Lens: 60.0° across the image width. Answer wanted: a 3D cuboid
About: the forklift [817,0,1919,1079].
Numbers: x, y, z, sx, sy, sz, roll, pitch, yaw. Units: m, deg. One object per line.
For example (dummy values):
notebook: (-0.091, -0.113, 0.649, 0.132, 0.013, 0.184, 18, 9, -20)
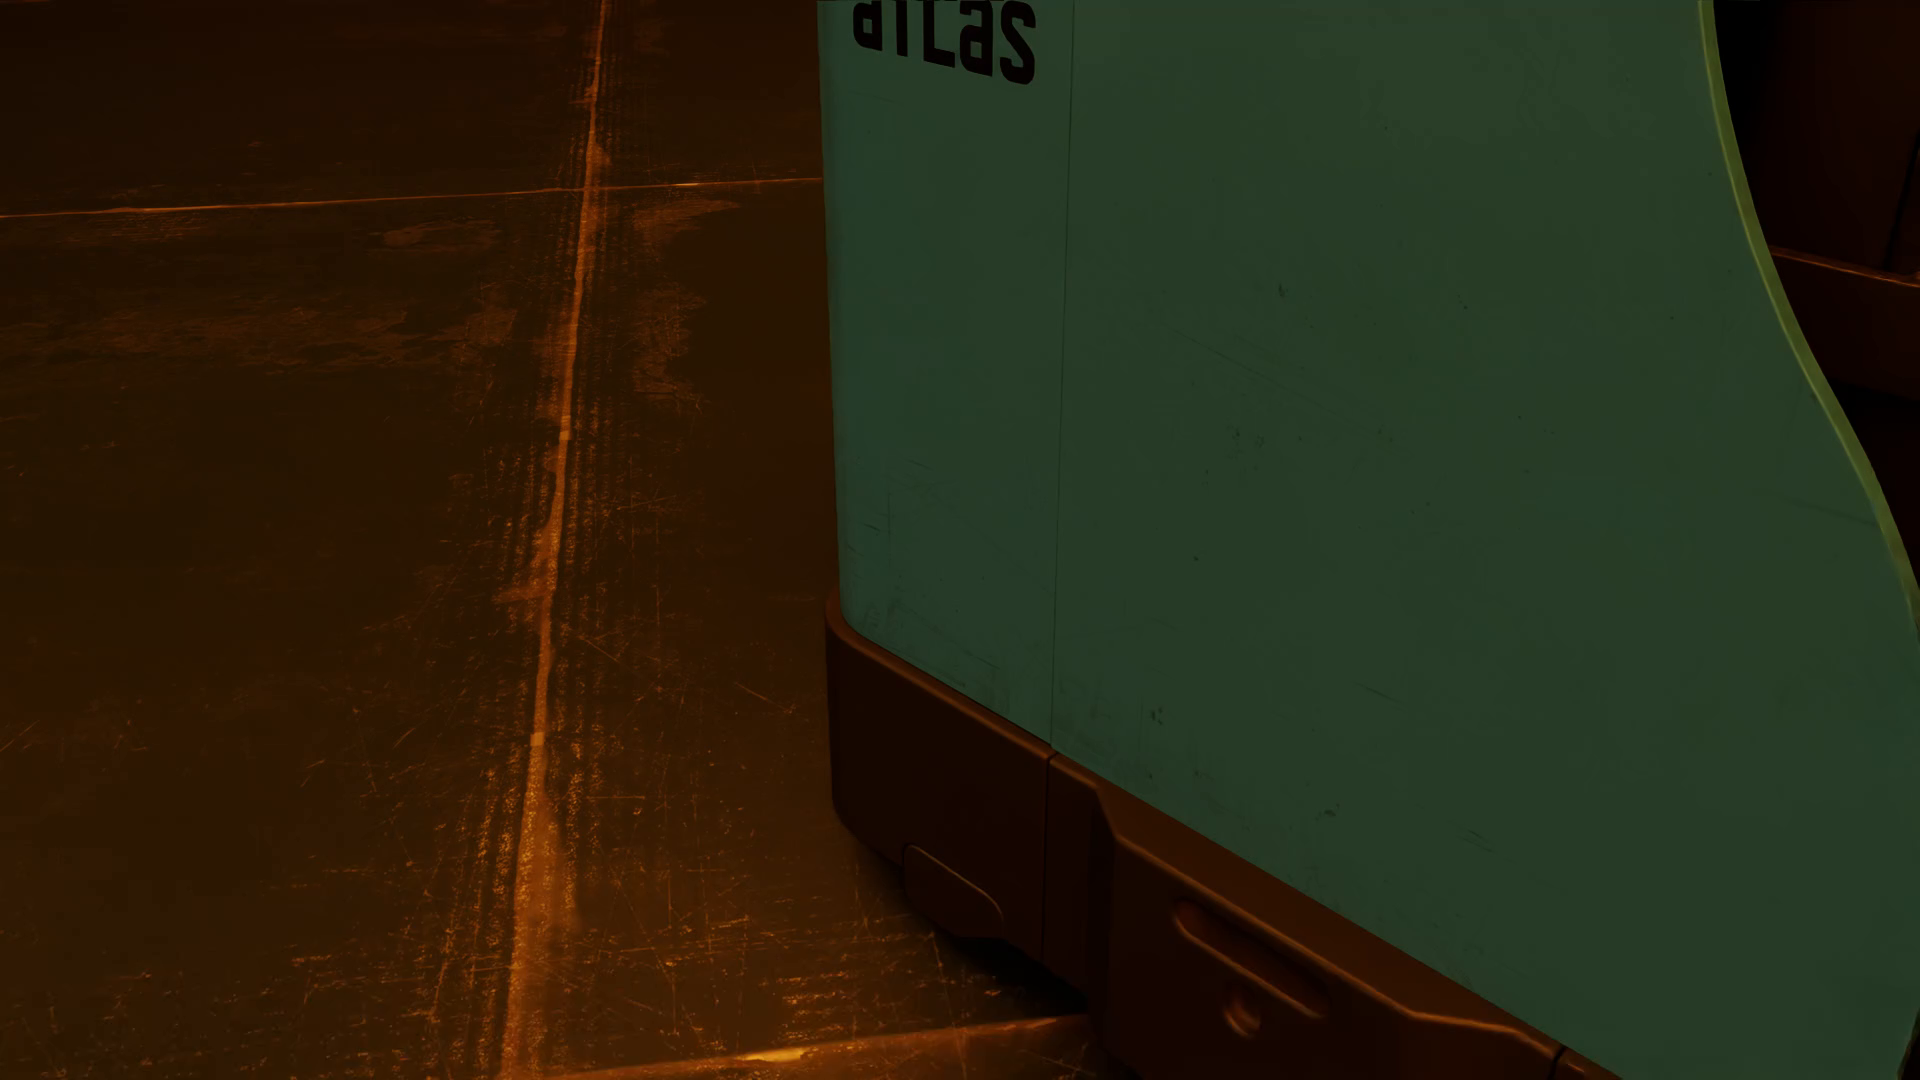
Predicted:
forklift: (1.240, -0.610, 0.522, 1.130, 2.935, 3.031, -24, 36, -37)
